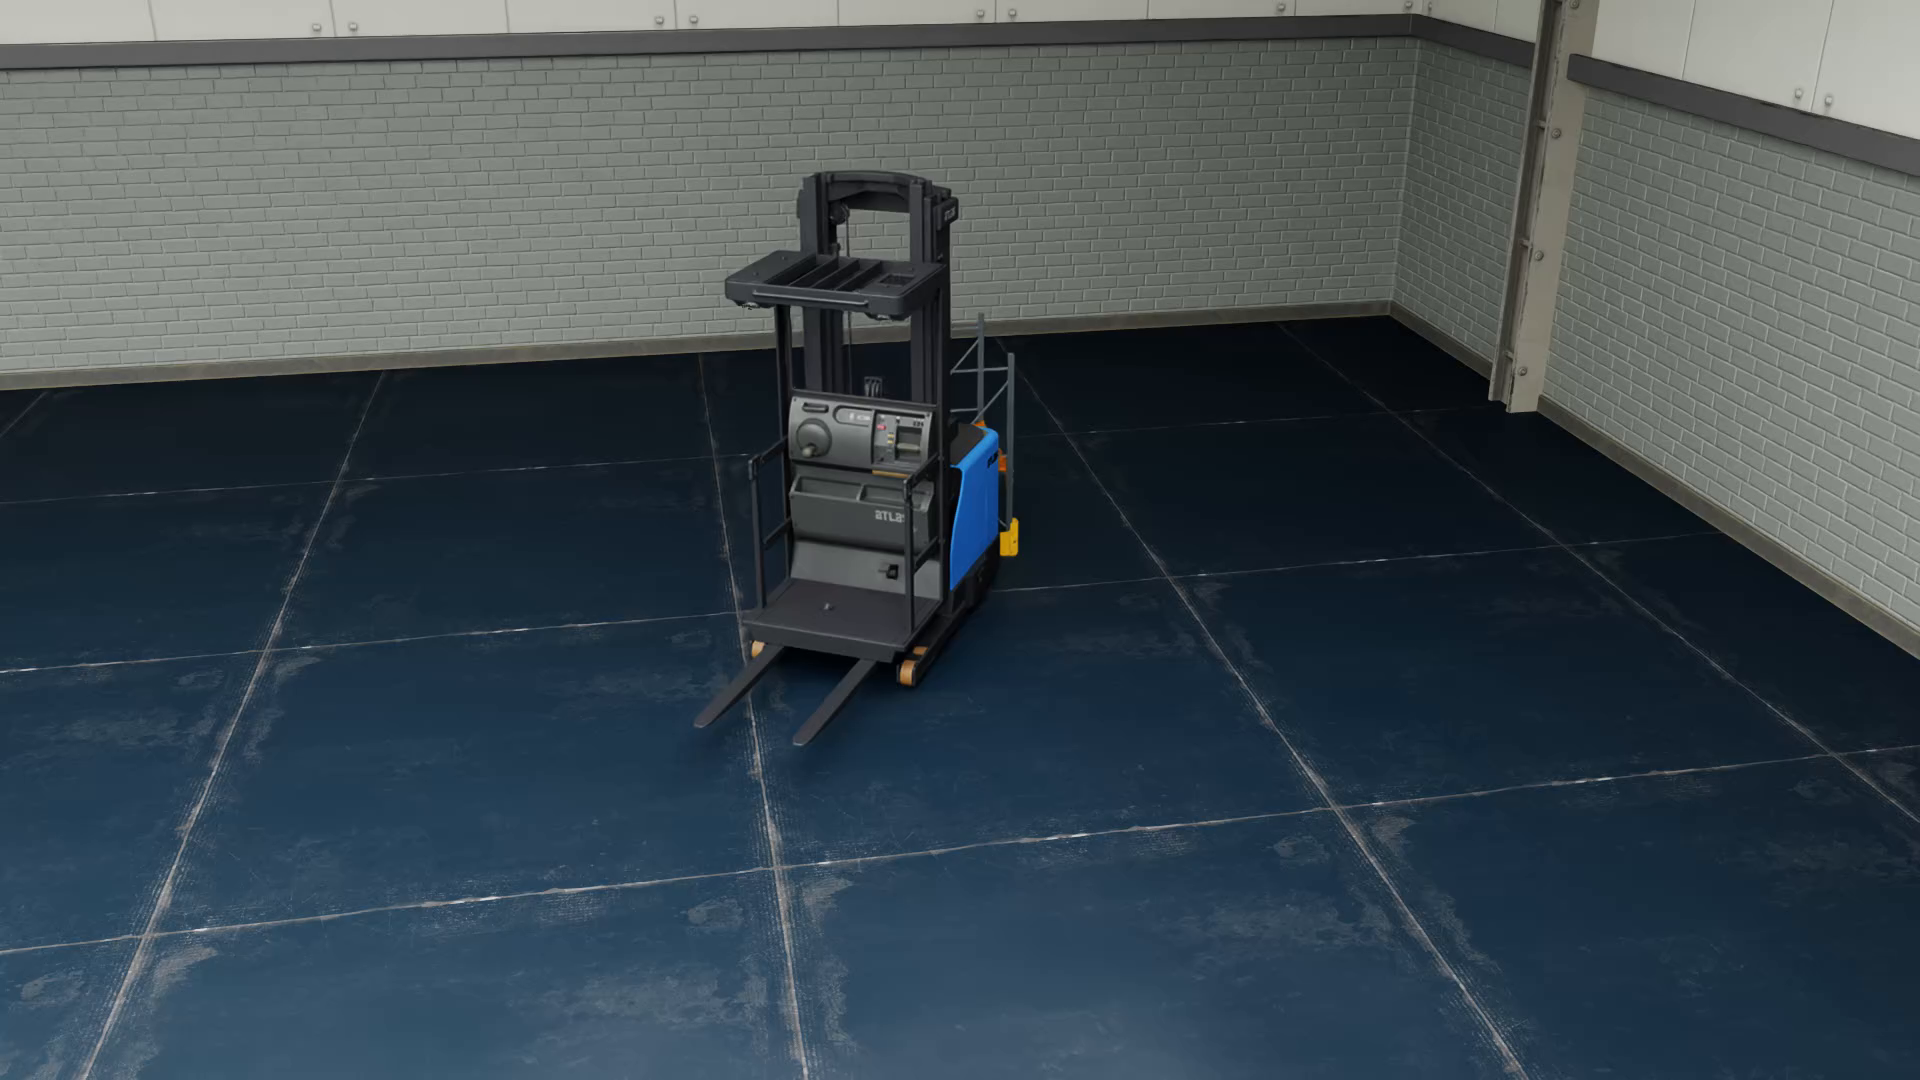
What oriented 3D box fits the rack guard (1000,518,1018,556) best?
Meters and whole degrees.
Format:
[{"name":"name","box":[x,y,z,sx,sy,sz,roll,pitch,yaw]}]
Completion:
[{"name":"rack guard","box":[0.127,-0.006,11.951,0.587,0.250,0.087,-4,24,-10]}]

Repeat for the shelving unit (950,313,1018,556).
[{"name":"shelving unit","box":[0.031,-0.774,12.148,0.587,1.500,1.083,-4,24,-10]}]

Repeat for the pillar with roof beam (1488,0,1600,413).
[{"name":"pillar with roof beam","box":[0.783,-5.032,12.527,9.100,9.000,0.400,-4,24,-10]}]

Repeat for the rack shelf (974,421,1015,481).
[{"name":"rack shelf","box":[0.030,-0.613,12.228,0.538,0.185,1.000,-4,24,-10]}]

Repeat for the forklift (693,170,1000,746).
[{"name":"forklift","box":[-0.683,-0.628,10.025,1.130,2.935,3.031,8,25,17]}]

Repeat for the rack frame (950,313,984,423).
[{"name":"rack frame","box":[-0.068,-0.977,12.614,0.500,1.500,0.032,-4,24,-10]}]

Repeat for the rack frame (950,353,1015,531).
[{"name":"rack frame","box":[0.127,-0.578,11.699,0.500,1.500,0.032,-4,24,-10]}]
